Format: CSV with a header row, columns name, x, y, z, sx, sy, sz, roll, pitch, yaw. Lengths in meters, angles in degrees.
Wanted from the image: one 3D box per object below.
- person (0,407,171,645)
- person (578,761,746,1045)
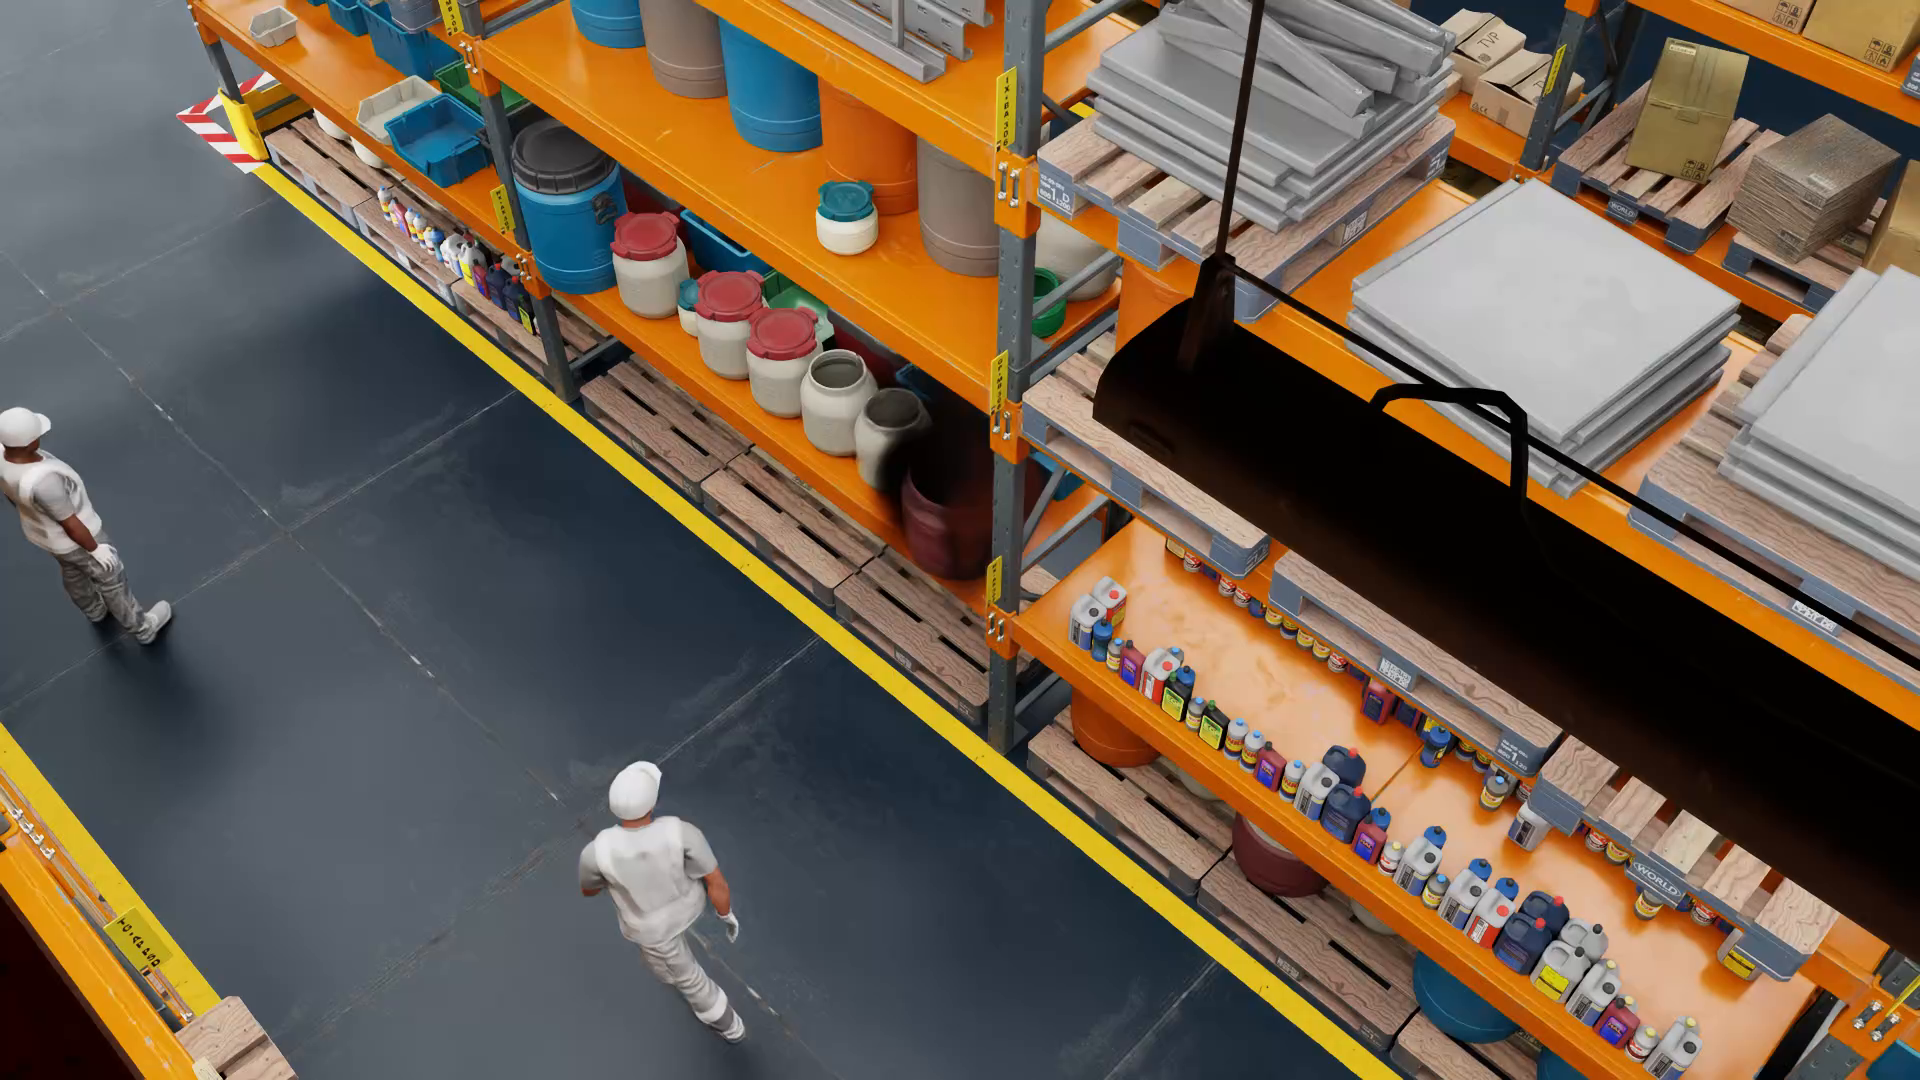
name,x,y,z,sx,sy,sz,roll,pitch,yaw
person,-4.958,-0.073,9.284,0.626,1.781,0.408,24,54,19
person,-1.371,1.680,7.534,0.869,1.818,0.496,36,59,26
